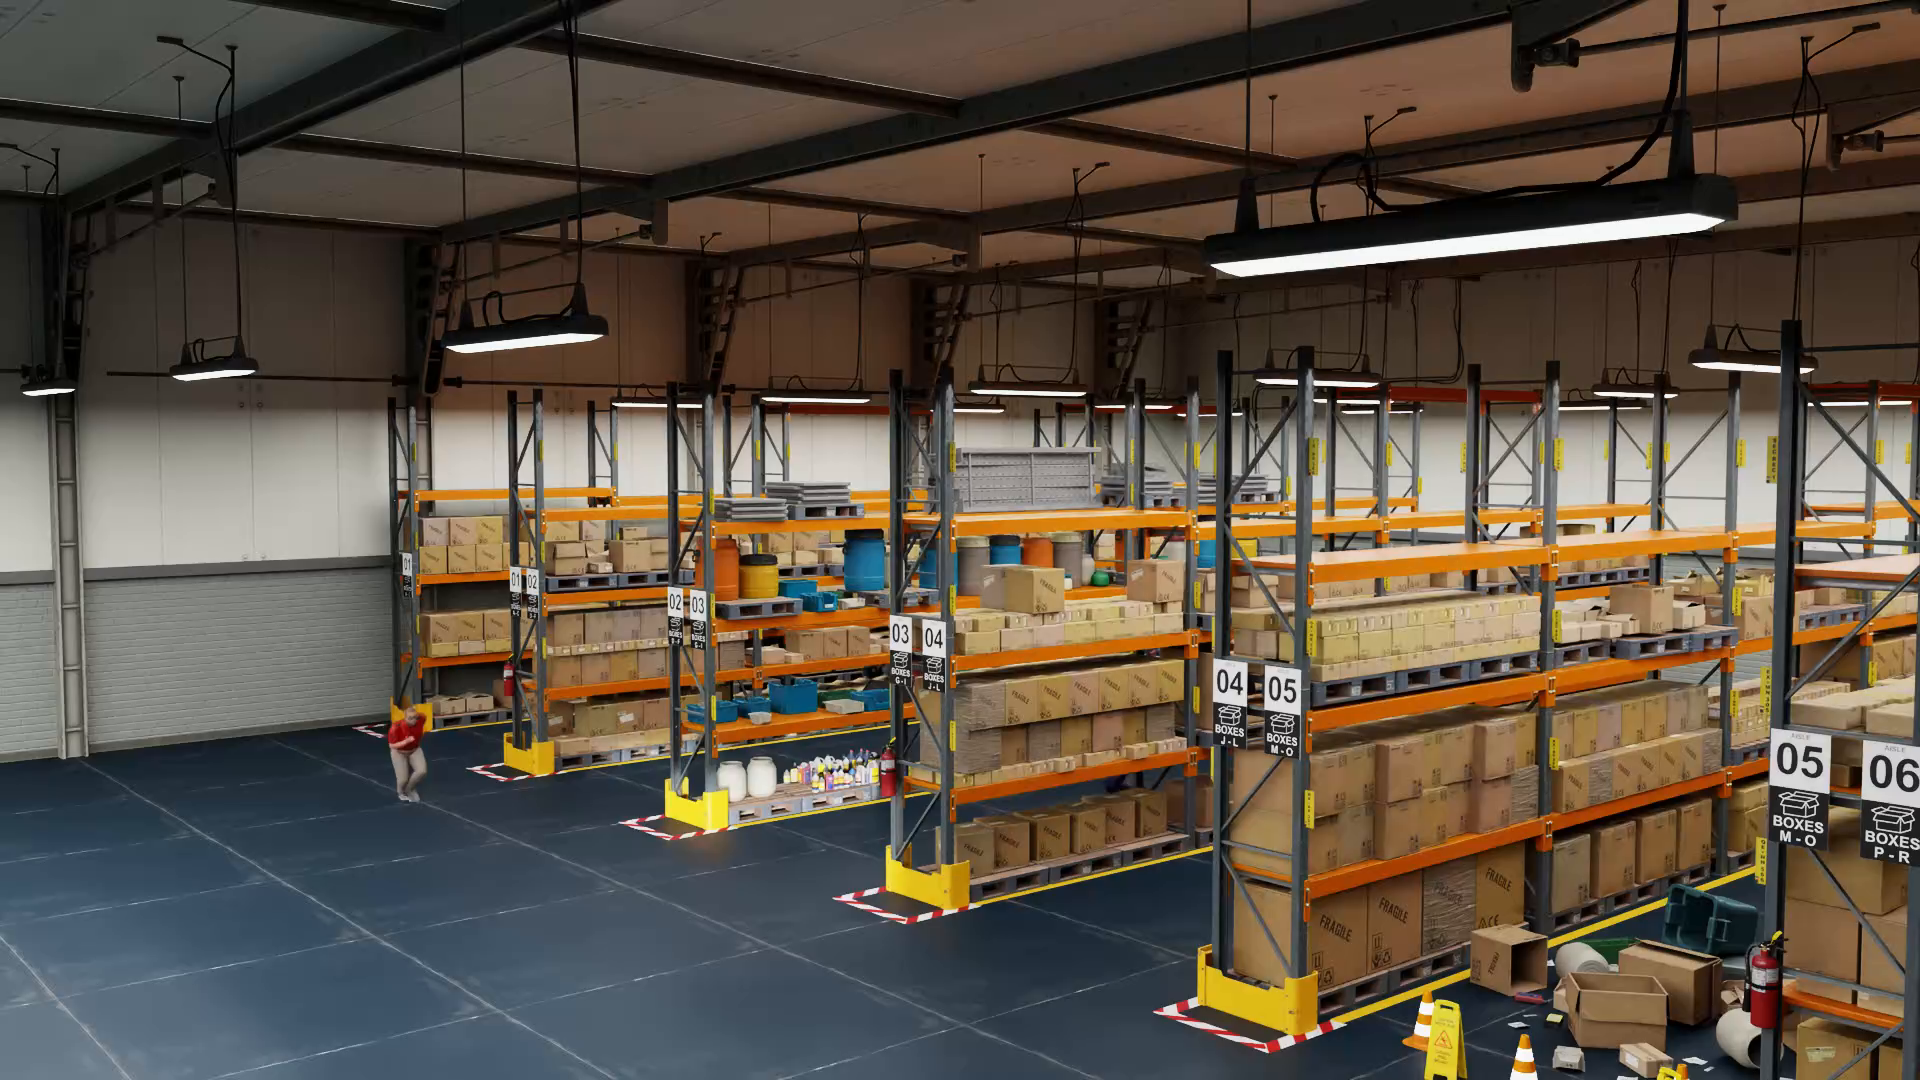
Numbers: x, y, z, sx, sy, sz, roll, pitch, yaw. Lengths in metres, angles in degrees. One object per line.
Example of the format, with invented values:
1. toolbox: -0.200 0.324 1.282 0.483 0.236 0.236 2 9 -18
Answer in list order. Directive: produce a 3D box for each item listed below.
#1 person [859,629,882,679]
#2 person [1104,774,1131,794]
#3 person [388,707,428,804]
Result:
1. person: -1.705 2.471 33.060 0.514 1.518 0.693 2 4 27
2. person: 2.182 3.029 22.971 0.637 1.608 0.490 3 5 45
3. person: -7.840 3.058 23.619 0.646 1.473 1.044 -2 4 -36
